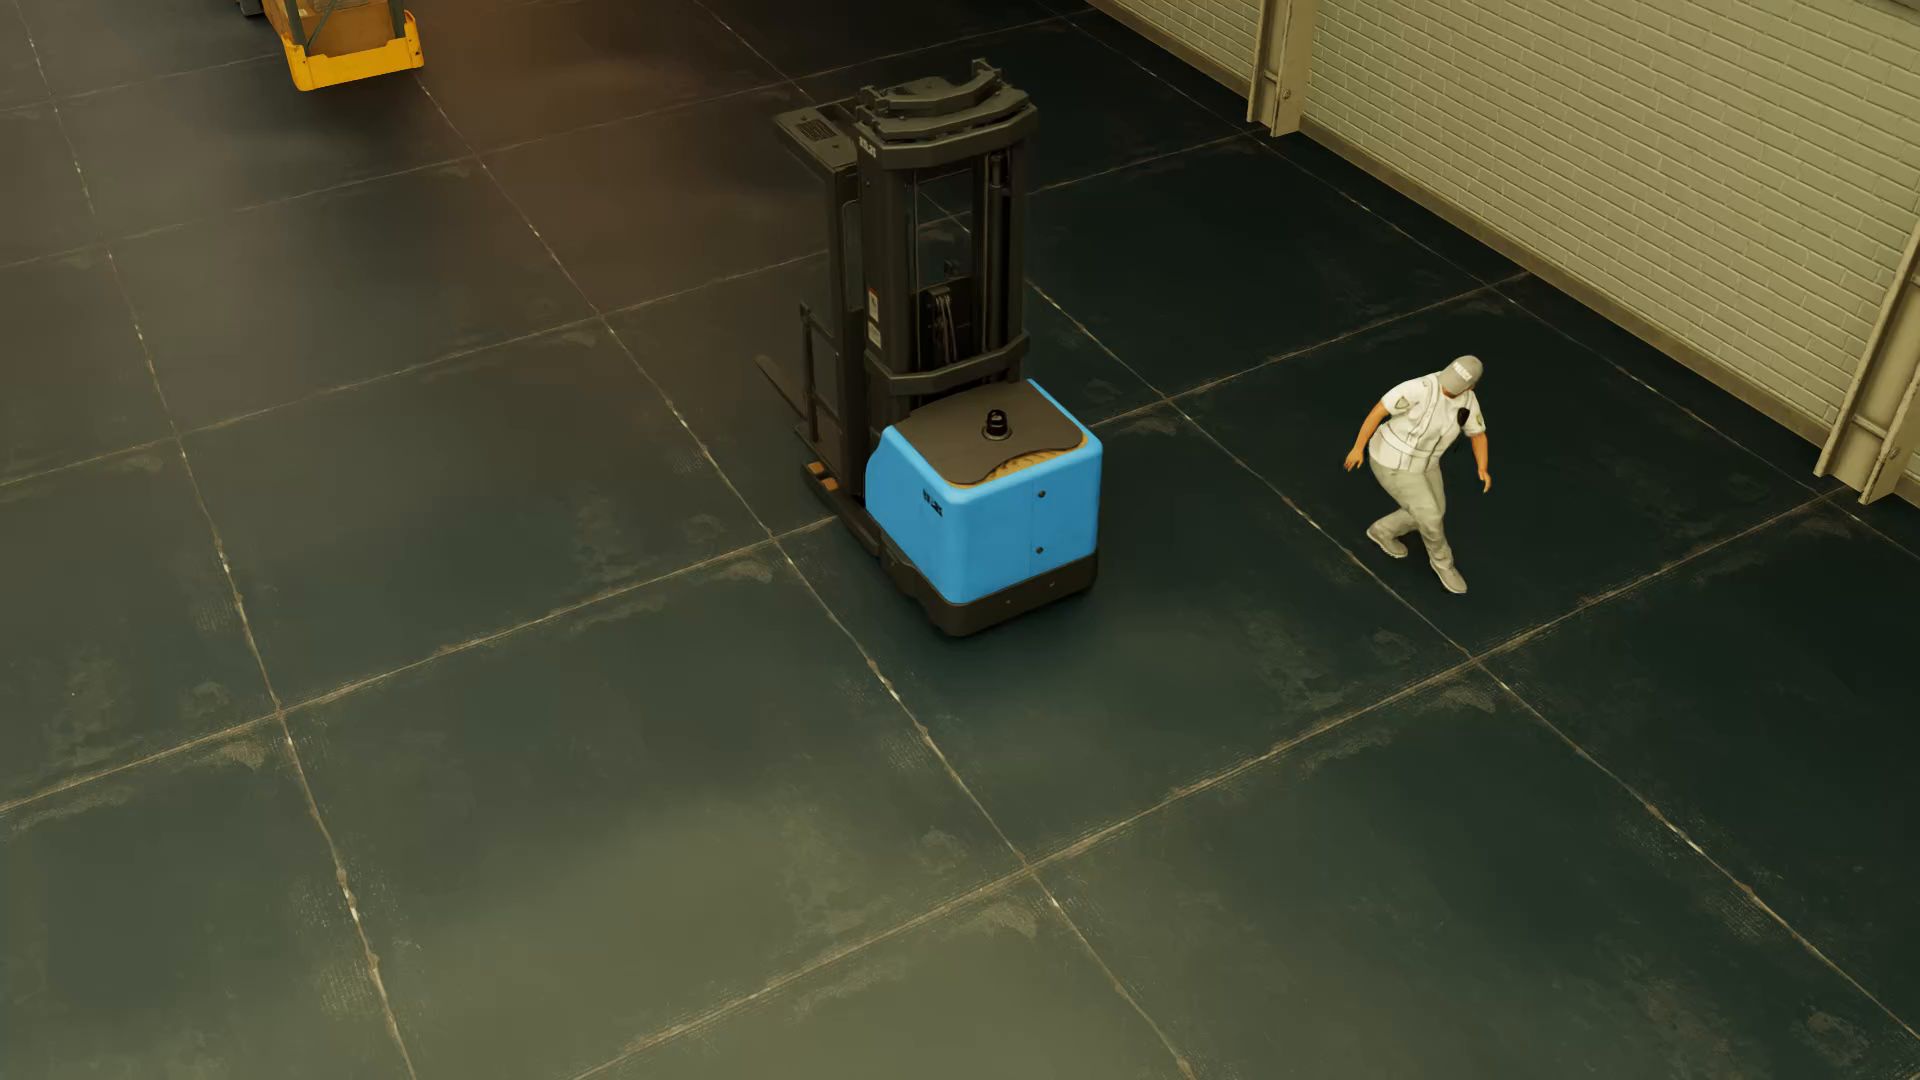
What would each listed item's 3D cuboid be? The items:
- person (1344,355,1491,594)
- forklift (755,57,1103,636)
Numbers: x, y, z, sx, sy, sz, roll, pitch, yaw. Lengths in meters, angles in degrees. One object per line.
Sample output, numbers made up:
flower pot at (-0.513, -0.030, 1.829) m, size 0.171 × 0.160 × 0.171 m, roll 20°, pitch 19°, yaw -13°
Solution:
person at (2.698, -0.390, 9.627) m, size 0.714 × 1.518 × 0.756 m, roll -24°, pitch 45°, yaw -26°
forklift at (-0.362, -1.496, 9.839) m, size 1.130 × 2.935 × 3.031 m, roll -21°, pitch 44°, yaw -23°
